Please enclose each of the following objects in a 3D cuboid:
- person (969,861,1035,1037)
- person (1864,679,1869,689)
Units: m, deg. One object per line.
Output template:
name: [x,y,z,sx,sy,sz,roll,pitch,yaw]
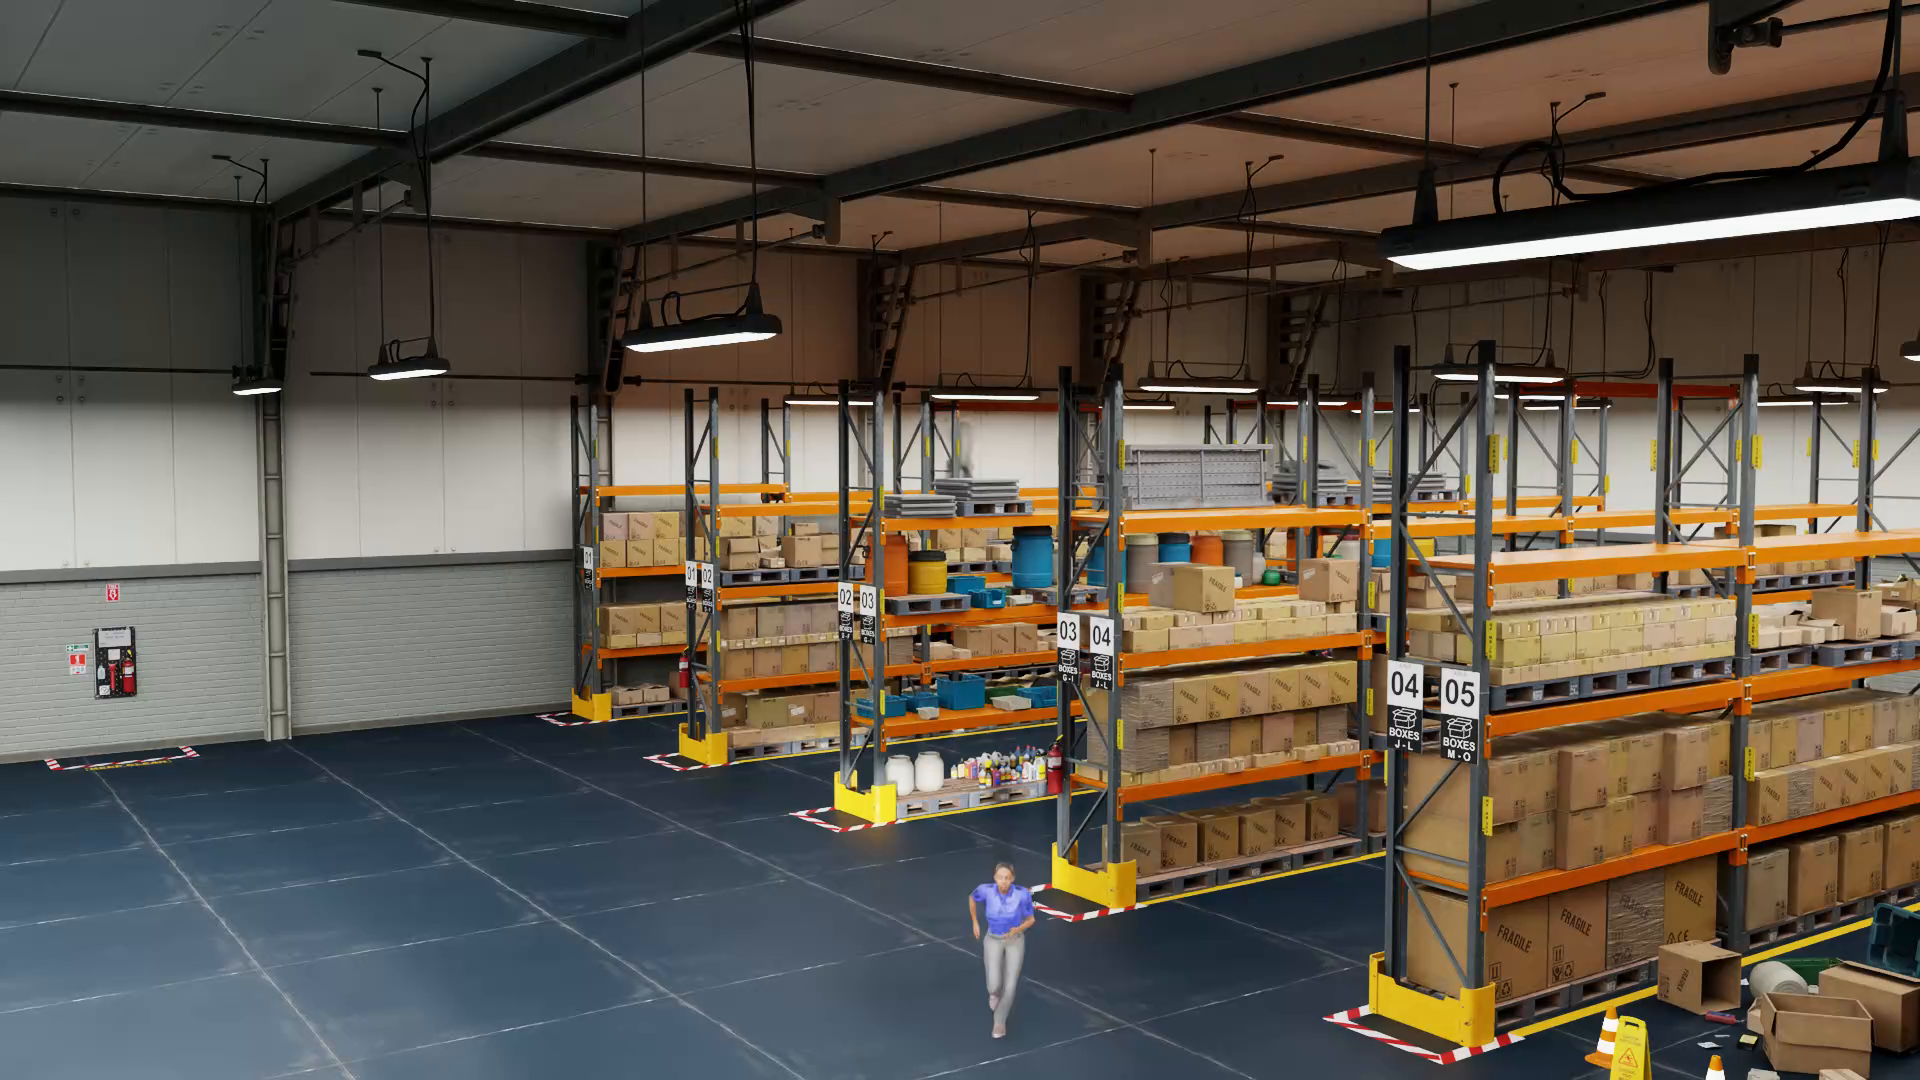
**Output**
person: [0.360,3.545,14.326,0.561,1.539,0.670,0,3,-1]
person: [13.528,2.876,24.862,0.613,1.624,0.601,-3,4,-38]
